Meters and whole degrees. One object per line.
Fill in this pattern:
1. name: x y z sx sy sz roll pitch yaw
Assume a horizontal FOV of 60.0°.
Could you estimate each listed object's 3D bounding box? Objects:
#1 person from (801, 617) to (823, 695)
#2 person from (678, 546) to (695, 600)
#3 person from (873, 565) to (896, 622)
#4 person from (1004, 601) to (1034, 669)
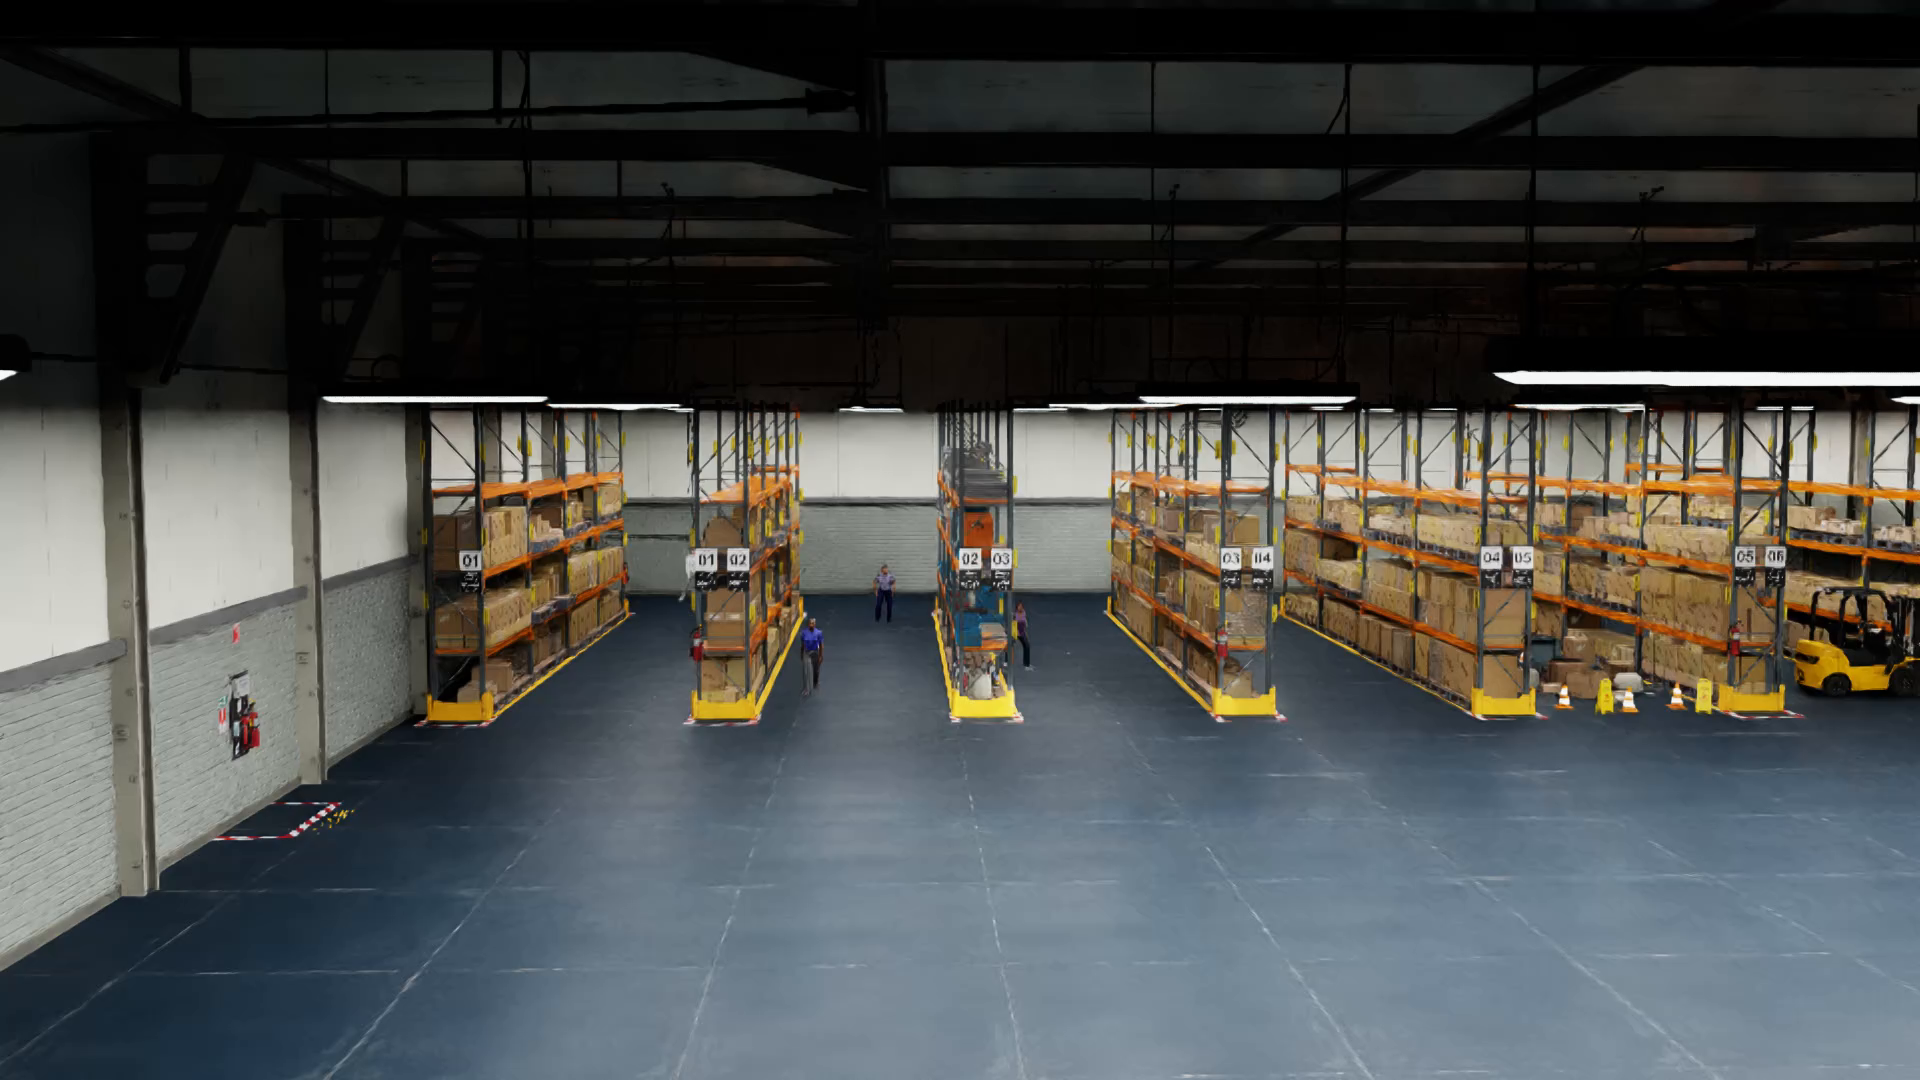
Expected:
1. person: -3.020 2.345 33.994 0.445 1.560 1.091 0 4 -4
2. person: -8.319 1.029 51.015 0.459 1.659 0.652 4 6 43
3. person: -2.081 1.460 45.781 0.625 1.596 0.517 0 4 -4
4. person: 1.296 2.110 37.374 0.561 1.525 0.788 -2 5 -20
